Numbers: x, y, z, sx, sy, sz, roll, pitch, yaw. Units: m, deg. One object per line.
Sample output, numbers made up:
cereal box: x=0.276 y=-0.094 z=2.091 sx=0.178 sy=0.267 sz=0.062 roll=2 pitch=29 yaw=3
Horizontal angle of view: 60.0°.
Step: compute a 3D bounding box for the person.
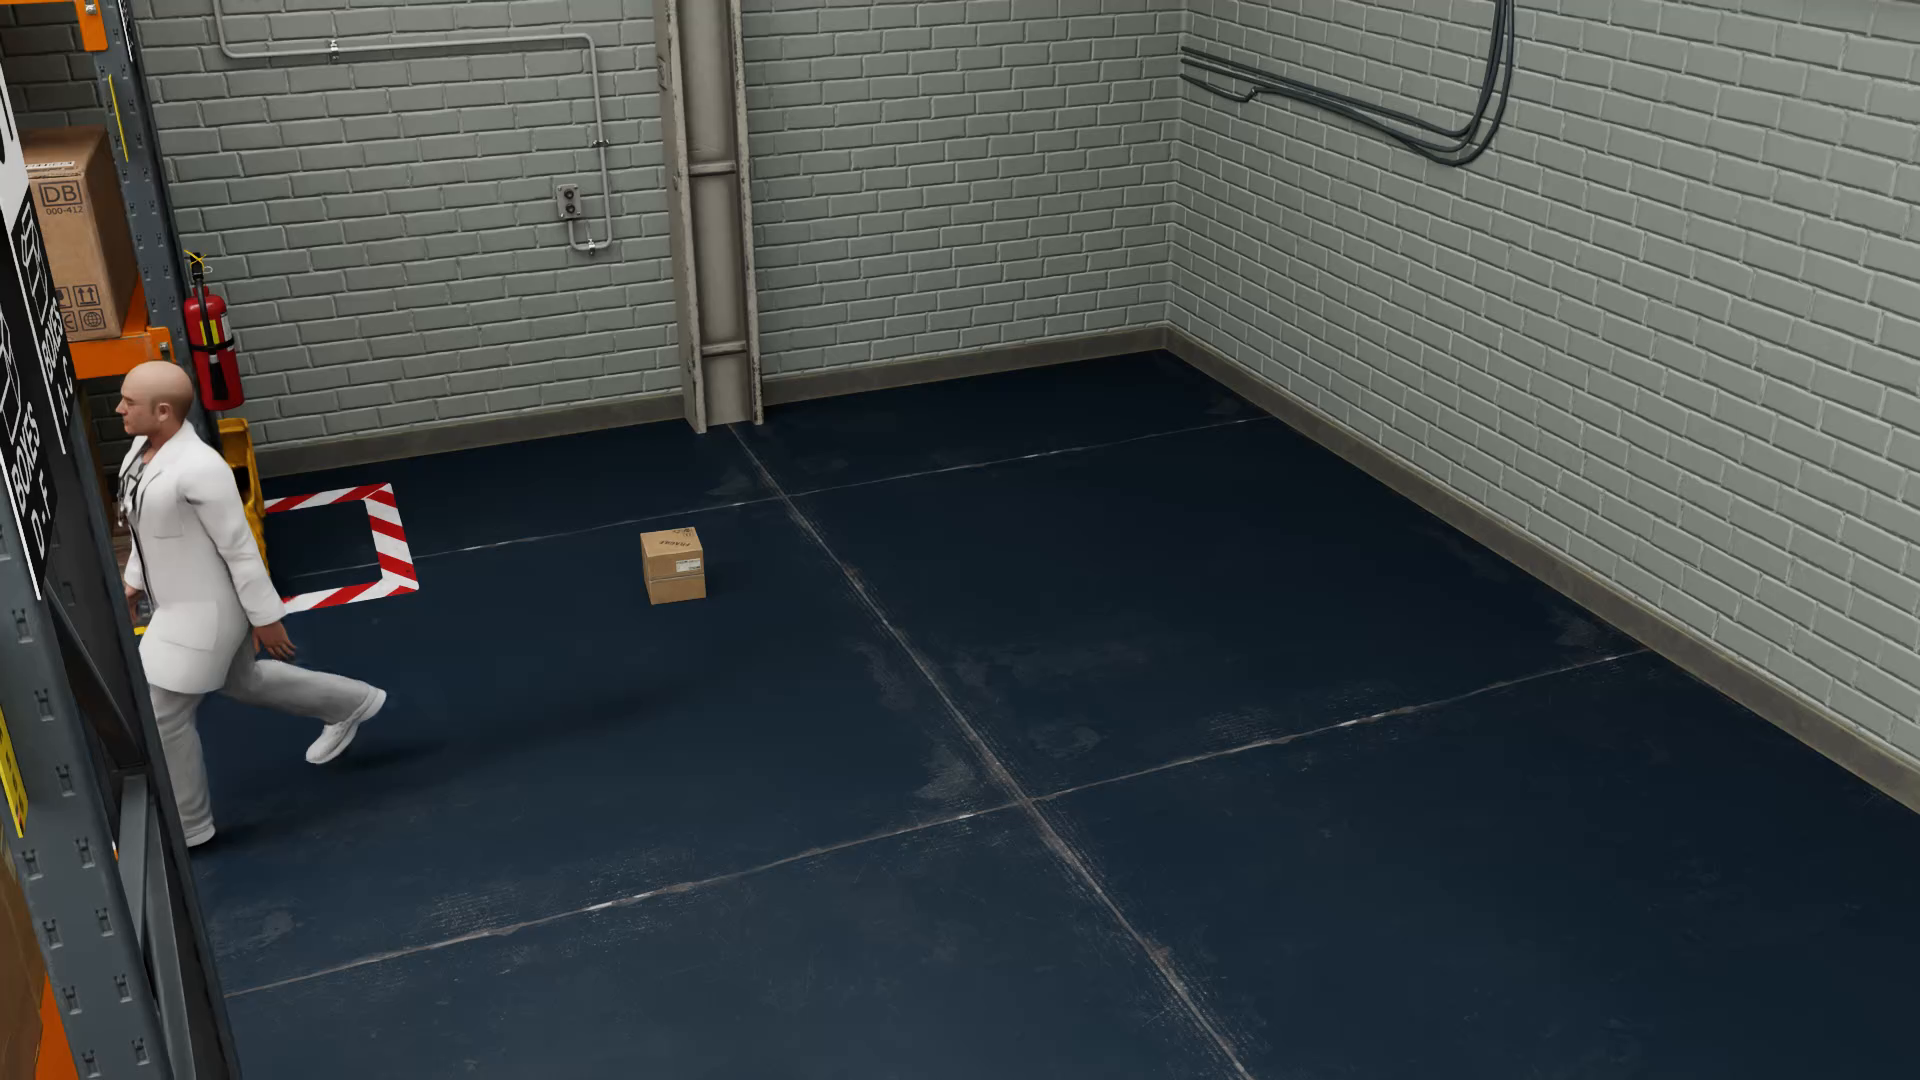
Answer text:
person: x=-2.565 y=0.198 z=5.714 sx=1.080 sy=1.734 sz=0.620 roll=-19 pitch=31 yaw=-34
